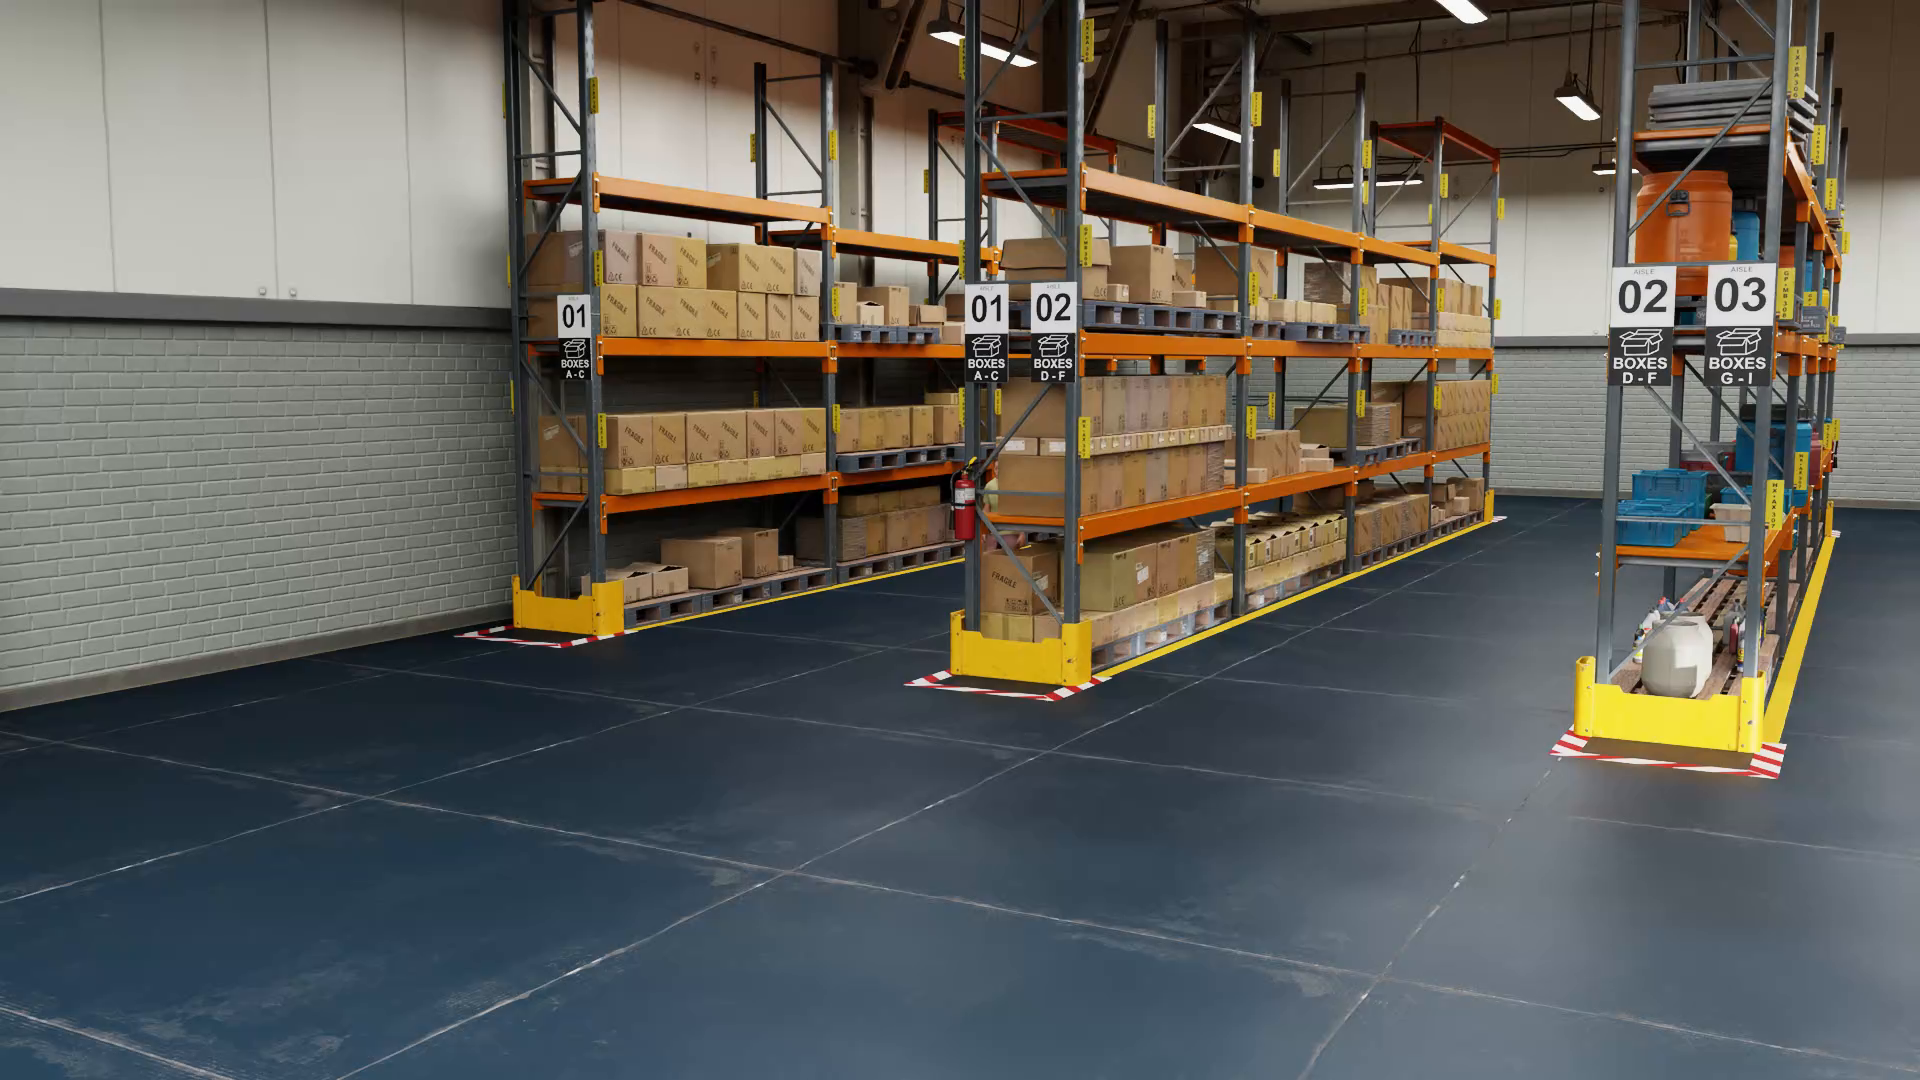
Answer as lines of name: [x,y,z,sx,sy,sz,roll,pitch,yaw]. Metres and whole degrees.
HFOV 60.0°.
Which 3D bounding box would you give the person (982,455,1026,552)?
person: [0.428,-0.033,16.656,0.504,1.671,0.361,3,7,25]
